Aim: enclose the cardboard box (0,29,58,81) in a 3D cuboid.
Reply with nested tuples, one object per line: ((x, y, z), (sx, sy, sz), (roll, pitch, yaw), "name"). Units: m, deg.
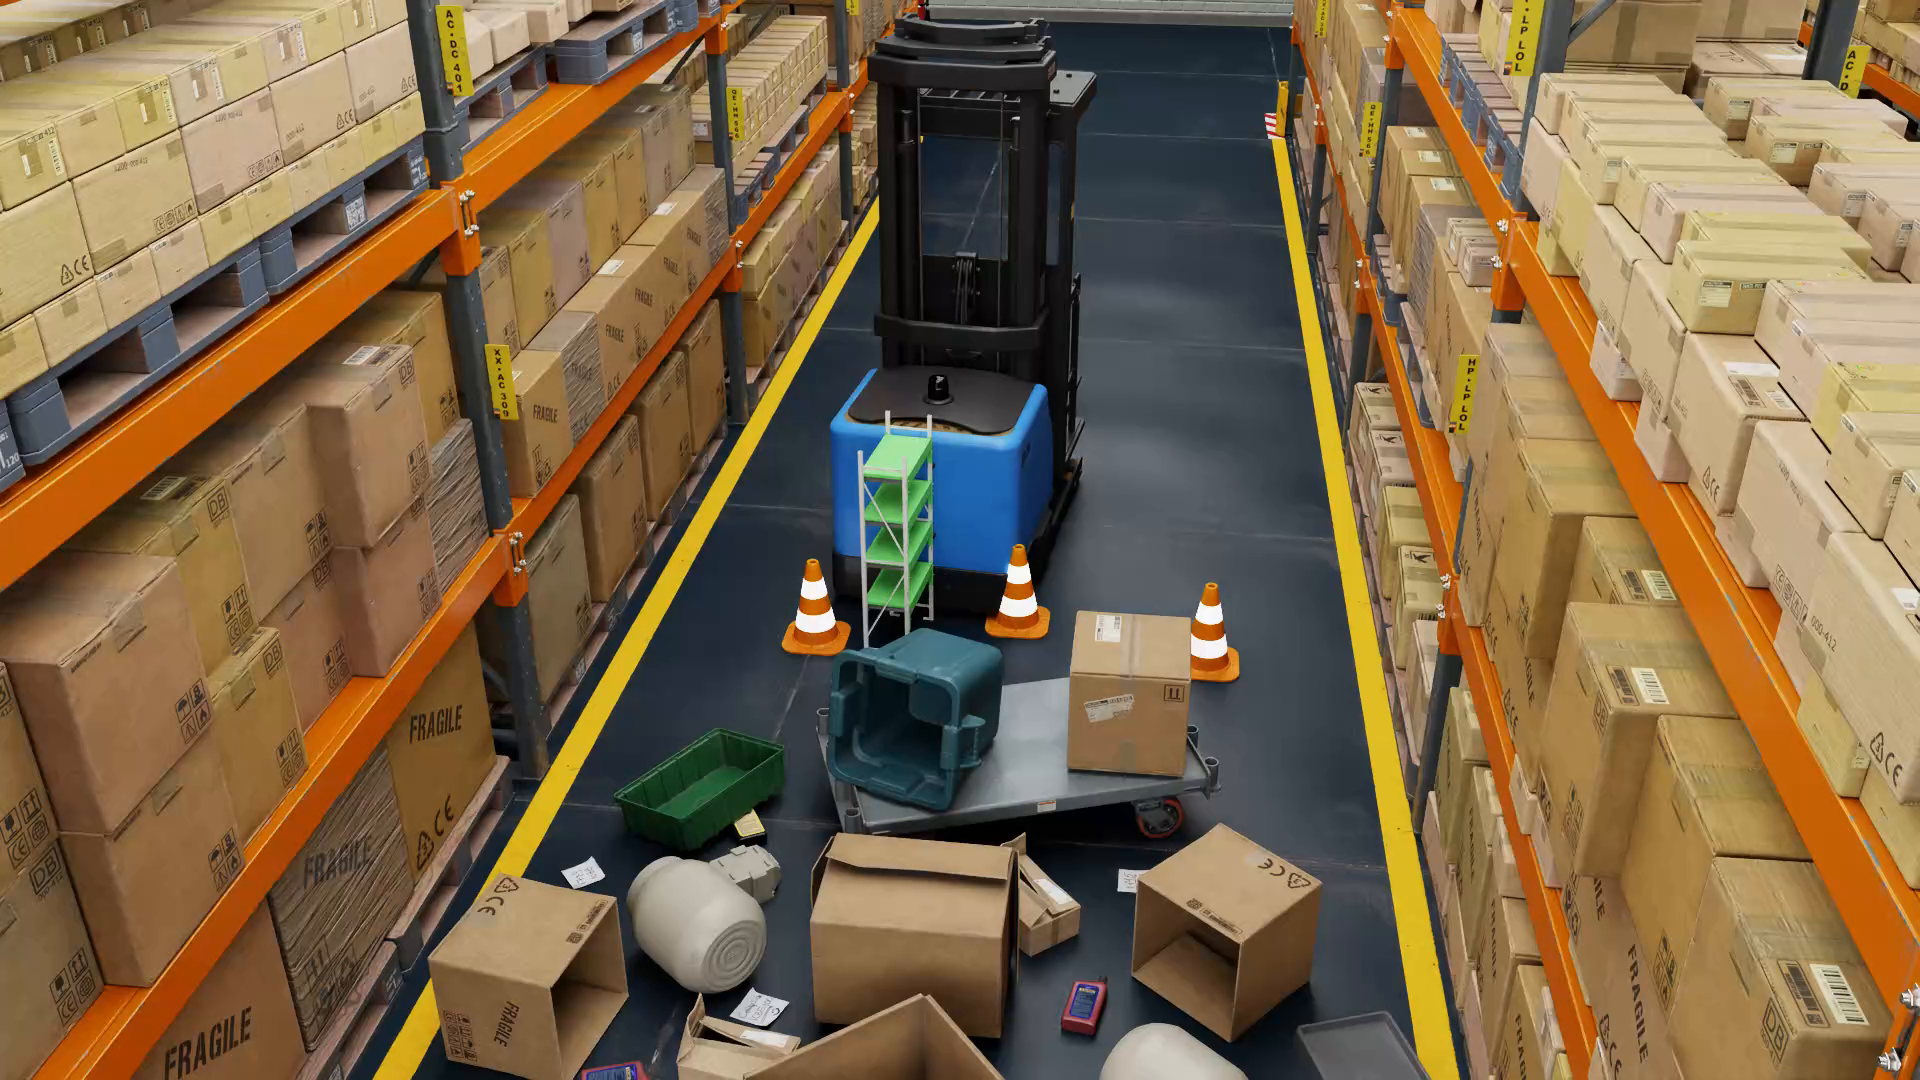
((-2.926, -1.416, 4.930), (0.380, 0.149, 0.250), (4, 29, 7), "cardboard box")

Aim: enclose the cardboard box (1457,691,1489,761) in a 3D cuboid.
((2.089, 0.709, 6.253), (0.380, 0.149, 0.250), (4, 29, 7), "cardboard box")

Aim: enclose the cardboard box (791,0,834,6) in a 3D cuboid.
((-1.143, -4.837, 14.093), (0.500, 0.500, 0.500), (4, 29, 7), "cardboard box")

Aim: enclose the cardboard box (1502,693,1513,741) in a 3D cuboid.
((2.101, 0.585, 5.766), (0.380, 0.149, 0.250), (4, 29, 8), "cardboard box")

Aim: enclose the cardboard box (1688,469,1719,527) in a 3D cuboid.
((1.965, -0.131, 3.932), (0.380, 0.149, 0.250), (3, 28, 5), "cardboard box")

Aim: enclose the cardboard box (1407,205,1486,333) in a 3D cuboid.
((2.525, -1.331, 8.197), (0.500, 0.500, 0.500), (2, 28, 4), "cardboard box")

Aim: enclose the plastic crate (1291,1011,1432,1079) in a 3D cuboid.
((1.498, 1.959, 6.030), (0.402, 0.080, 0.583), (-6, 29, -11), "plastic crate")

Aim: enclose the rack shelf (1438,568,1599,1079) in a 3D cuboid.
((2.259, 1.240, 5.044), (1.077, 0.370, 4.000), (3, 28, 6), "rack shelf")

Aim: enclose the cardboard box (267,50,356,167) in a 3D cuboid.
((-2.288, -1.388, 5.297), (0.500, 0.250, 0.500), (3, 28, 6), "cardboard box")

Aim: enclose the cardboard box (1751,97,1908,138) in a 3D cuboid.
((2.727, -1.290, 5.244), (0.380, 0.149, 0.250), (3, 28, 5), "cardboard box")

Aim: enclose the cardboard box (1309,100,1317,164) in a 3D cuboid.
((3.889, -3.976, 16.226), (0.875, 0.438, 0.875), (4, 29, 8), "cardboard box")

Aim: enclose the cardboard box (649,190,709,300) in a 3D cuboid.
((-1.782, -1.723, 9.680), (0.500, 0.500, 0.500), (3, 28, 6), "cardboard box")

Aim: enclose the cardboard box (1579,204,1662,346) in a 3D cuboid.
((2.051, -0.734, 4.632), (0.500, 0.250, 0.500), (4, 29, 7), "cardboard box")

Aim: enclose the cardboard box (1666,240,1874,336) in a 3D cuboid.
((1.917, -0.596, 3.956), (0.380, 0.149, 0.250), (4, 29, 7), "cardboard box")

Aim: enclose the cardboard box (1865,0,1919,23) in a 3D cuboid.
((8.395, -4.871, 14.683), (0.500, 0.500, 0.500), (4, 29, 7), "cardboard box")

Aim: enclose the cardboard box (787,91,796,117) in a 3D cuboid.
((-1.449, -3.286, 12.510), (0.380, 0.149, 0.250), (5, 29, 8), "cardboard box")

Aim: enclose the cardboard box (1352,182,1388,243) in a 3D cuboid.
((2.799, -2.088, 10.621), (0.500, 0.250, 0.500), (2, 28, 4), "cardboard box")

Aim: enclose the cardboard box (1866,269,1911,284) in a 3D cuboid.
((2.533, -0.463, 4.129), (0.500, 0.250, 0.500), (4, 29, 7), "cardboard box")

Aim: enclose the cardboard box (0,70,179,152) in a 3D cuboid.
((-2.335, -1.143, 4.421), (0.380, 0.149, 0.250), (4, 29, 7), "cardboard box")

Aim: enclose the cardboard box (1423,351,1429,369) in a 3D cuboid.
((2.433, -0.830, 7.950), (0.380, 0.149, 0.250), (3, 28, 6), "cardboard box")

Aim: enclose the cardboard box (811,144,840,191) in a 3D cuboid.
((-1.281, -3.073, 13.694), (0.500, 0.250, 0.500), (3, 28, 5), "cardboard box")

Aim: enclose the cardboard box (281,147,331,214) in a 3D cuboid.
((-2.240, -1.146, 5.269), (0.380, 0.149, 0.250), (3, 29, 6), "cardboard box")

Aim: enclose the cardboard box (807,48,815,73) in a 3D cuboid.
((-1.358, -3.790, 13.130), (0.380, 0.149, 0.250), (5, 29, 8), "cardboard box")

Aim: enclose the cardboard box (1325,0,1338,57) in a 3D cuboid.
((3.145, -4.078, 12.997), (0.500, 0.500, 0.500), (4, 29, 7), "cardboard box")

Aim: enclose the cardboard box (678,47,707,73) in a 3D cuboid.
((-2.103, -3.593, 12.451), (0.380, 0.149, 0.250), (4, 29, 8), "cardboard box")

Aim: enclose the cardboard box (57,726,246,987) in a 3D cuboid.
((-2.671, 0.865, 4.824), (0.875, 0.550, 0.550), (3, 28, 6), "cardboard box")

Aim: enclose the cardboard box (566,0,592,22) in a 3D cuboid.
((-1.981, -2.617, 7.876), (0.396, 0.266, 0.258), (3, 28, 6), "cardboard box")

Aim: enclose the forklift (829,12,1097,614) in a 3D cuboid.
((0.146, -1.578, 9.589), (1.130, 2.935, 3.031), (6, 29, 12), "forklift")

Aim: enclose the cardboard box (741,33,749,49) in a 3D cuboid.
((-1.945, -4.070, 13.651), (0.380, 0.149, 0.250), (4, 29, 7), "cardboard box")

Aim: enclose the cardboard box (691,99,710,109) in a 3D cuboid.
((-1.651, -2.810, 10.998), (0.380, 0.149, 0.250), (3, 28, 5), "cardboard box")

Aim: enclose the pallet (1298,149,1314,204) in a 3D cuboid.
((3.803, -3.485, 15.997), (1.003, 0.211, 1.213), (3, 28, 6), "pallet")

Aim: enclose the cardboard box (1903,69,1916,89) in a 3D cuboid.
((8.277, -3.921, 14.130), (0.380, 0.149, 0.250), (4, 29, 8), "cardboard box")

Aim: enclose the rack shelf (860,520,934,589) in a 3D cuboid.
((-0.317, 0.058, 8.513), (0.258, 0.148, 0.480), (6, 29, 12), "rack shelf")

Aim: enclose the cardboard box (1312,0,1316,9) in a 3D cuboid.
((3.392, -4.985, 14.680), (0.500, 0.500, 0.500), (4, 29, 7), "cardboard box")

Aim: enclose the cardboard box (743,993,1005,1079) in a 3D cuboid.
((-0.283, 1.990, 5.526), (0.797, 0.503, 0.637), (-17, 33, -29), "cardboard box")

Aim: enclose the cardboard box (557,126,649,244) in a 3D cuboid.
((-2.117, -1.935, 9.019), (0.700, 0.500, 0.500), (3, 28, 5), "cardboard box")

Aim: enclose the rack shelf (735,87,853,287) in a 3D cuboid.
((-1.685, -2.766, 12.480), (1.077, 0.370, 4.000), (3, 28, 6), "rack shelf")

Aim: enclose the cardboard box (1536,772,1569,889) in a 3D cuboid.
((2.019, 0.710, 4.850), (0.500, 0.500, 0.500), (4, 29, 7), "cardboard box")

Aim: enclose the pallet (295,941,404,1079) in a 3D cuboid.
((-2.738, 1.899, 6.003), (1.003, 0.211, 1.213), (3, 28, 6), "pallet")

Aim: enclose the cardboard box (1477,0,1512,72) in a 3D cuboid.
((2.563, -2.219, 7.258), (0.500, 0.250, 0.500), (4, 29, 7), "cardboard box")

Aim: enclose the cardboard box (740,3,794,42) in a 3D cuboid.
((-1.662, -4.443, 14.415), (0.500, 0.500, 0.500), (3, 28, 6), "cardboard box")

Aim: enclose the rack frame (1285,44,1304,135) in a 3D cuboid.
((3.975, -5.667, 17.106), (1.000, 3.000, 0.127), (3, 28, 6), "rack frame")

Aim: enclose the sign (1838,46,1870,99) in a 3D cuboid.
((3.044, -1.538, 5.735), (0.100, 0.325, 0.005), (3, 28, 6), "sign")

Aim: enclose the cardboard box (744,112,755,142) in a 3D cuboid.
((-1.611, -2.816, 11.322), (0.380, 0.149, 0.250), (2, 28, 5), "cardboard box")

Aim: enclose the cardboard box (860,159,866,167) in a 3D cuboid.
((-1.084, -3.474, 15.599), (0.380, 0.149, 0.250), (3, 28, 5), "cardboard box")

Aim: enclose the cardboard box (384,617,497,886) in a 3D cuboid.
((-2.567, 0.784, 6.929), (0.875, 0.875, 0.875), (4, 29, 7), "cardboard box")

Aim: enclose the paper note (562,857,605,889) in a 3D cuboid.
((-1.604, 1.418, 7.086), (0.147, 0.020, 0.142), (-17, 33, -29), "paper note")

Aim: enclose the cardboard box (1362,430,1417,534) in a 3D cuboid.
((2.833, -0.316, 9.501), (0.950, 0.372, 0.625), (3, 28, 5), "cardboard box")

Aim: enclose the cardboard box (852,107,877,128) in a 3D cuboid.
((-0.976, -4.100, 16.133), (0.380, 0.149, 0.250), (3, 29, 6), "cardboard box")

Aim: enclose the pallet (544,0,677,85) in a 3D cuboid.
((-2.091, -2.546, 8.349), (1.003, 0.211, 1.213), (5, 29, 9), "pallet")

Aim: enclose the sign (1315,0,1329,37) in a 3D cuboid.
((2.934, -4.231, 13.445), (0.100, 0.325, 0.005), (3, 28, 6), "sign")

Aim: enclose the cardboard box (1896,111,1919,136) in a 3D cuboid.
((8.589, -3.782, 15.800), (0.700, 0.500, 0.500), (4, 29, 8), "cardboard box")

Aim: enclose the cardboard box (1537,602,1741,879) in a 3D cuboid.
((1.890, 0.513, 4.163), (0.700, 0.500, 0.500), (3, 28, 6), "cardboard box")

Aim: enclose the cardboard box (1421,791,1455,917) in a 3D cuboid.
((2.164, 1.270, 6.687), (0.500, 0.250, 0.500), (2, 28, 4), "cardboard box")

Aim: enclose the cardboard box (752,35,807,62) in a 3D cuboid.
((-1.393, -3.788, 12.814), (0.380, 0.149, 0.250), (3, 28, 6), "cardboard box")

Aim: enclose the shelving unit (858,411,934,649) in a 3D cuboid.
((-0.317, 0.001, 8.482), (0.258, 1.200, 0.503), (6, 29, 12), "shelving unit")

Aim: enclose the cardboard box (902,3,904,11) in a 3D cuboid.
((-0.777, -5.511, 17.082), (0.380, 0.149, 0.250), (3, 28, 6), "cardboard box")
